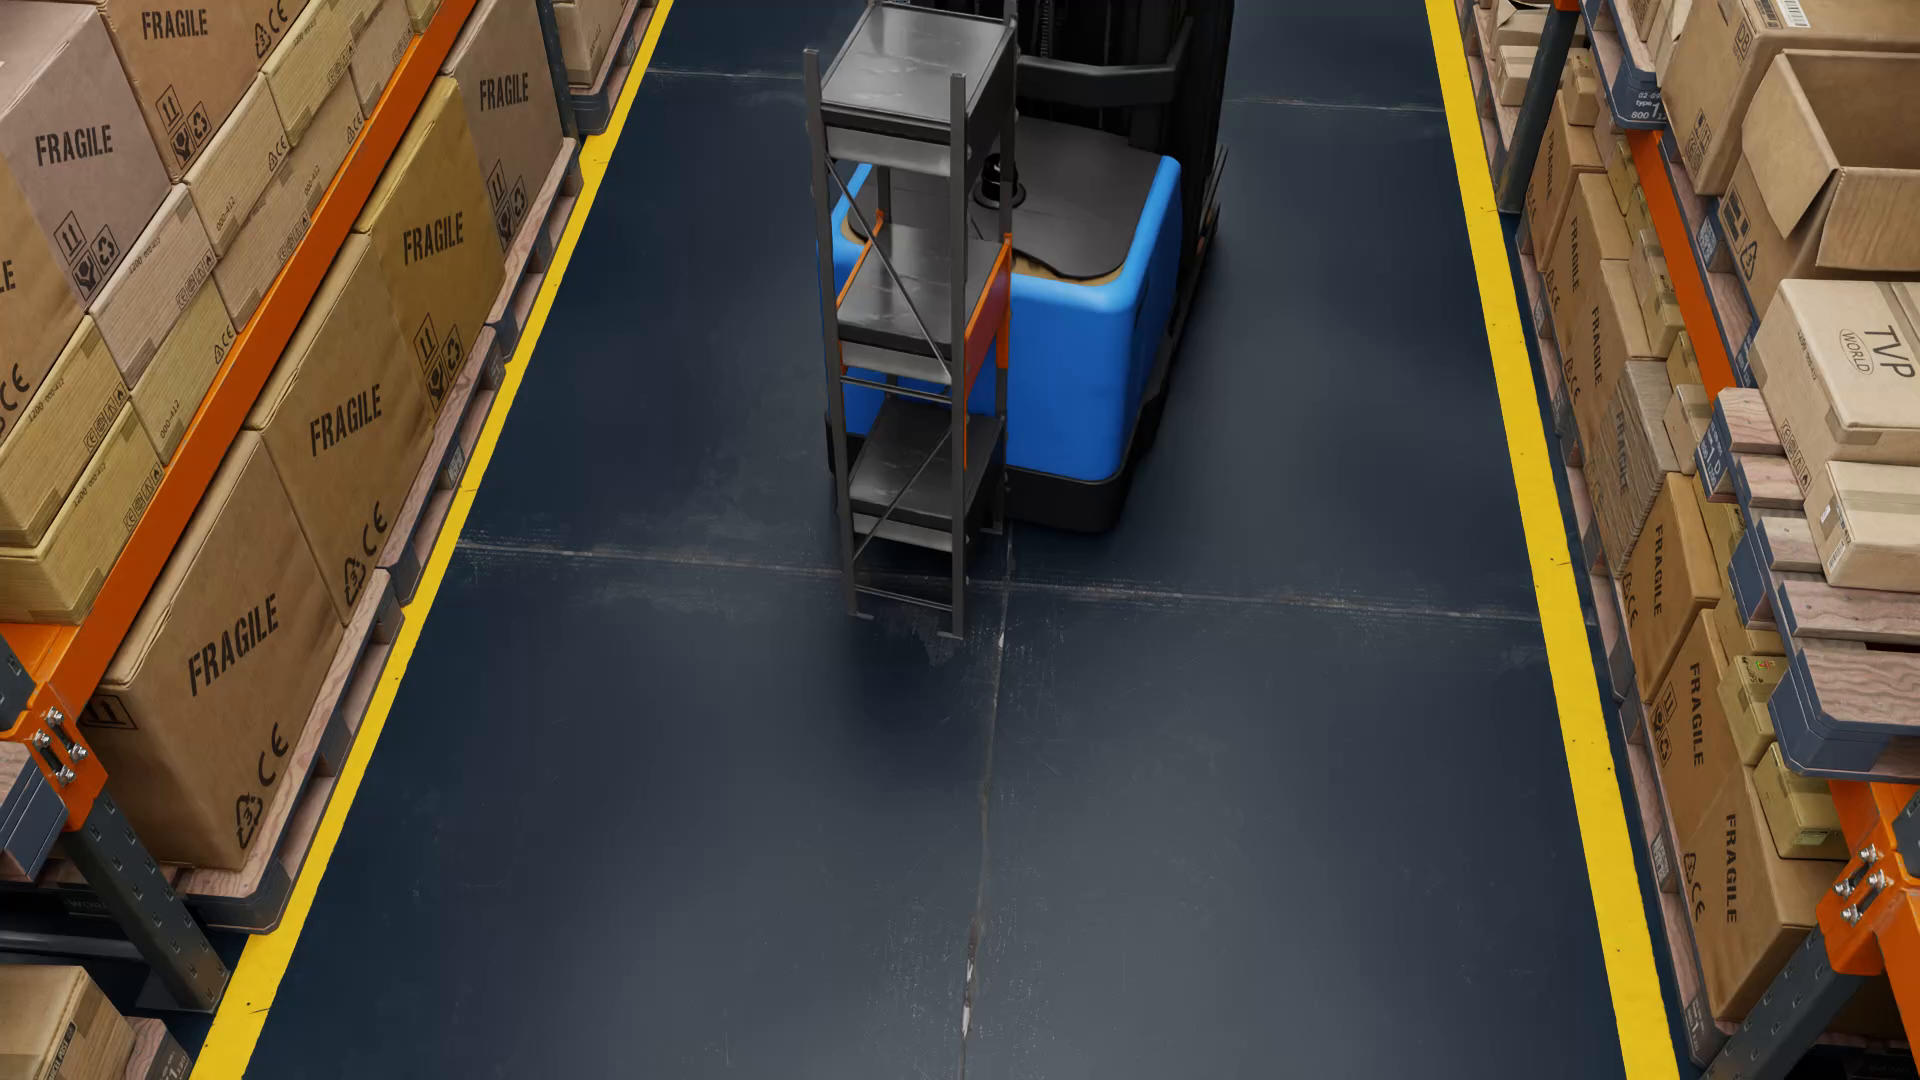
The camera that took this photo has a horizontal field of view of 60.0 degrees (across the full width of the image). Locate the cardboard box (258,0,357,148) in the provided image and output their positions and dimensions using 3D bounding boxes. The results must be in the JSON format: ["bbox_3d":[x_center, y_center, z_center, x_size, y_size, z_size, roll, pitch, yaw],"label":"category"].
[{"bbox_3d":[-2.079,-1.379,4.742,0.500,0.250,0.500,5,48,4],"label":"cardboard box"}]

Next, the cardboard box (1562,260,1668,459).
[{"bbox_3d":[2.415,-0.596,5.672,0.500,0.500,0.500,3,48,2],"label":"cardboard box"}]

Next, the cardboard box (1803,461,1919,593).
[{"bbox_3d":[2.085,-0.023,3.624,0.380,0.149,0.250,5,48,4],"label":"cardboard box"}]

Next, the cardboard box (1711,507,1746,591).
[{"bbox_3d":[2.331,0.061,4.631,0.380,0.149,0.250,5,48,5],"label":"cardboard box"}]

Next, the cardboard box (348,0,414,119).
[{"bbox_3d":[-2.074,-1.587,5.270,0.500,0.250,0.500,3,48,2],"label":"cardboard box"}]

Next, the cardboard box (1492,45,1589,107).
[{"bbox_3d":[2.530,-2.006,7.199,0.380,0.149,0.250,3,48,2],"label":"cardboard box"}]

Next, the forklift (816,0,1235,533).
[{"bbox_3d":[0.435,-2.126,5.708,1.130,2.935,3.031,12,49,11],"label":"forklift"}]

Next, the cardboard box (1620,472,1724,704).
[{"bbox_3d":[2.333,0.167,4.974,0.500,0.500,0.500,6,48,5],"label":"cardboard box"}]

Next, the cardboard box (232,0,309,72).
[{"bbox_3d":[-2.100,-1.621,4.454,0.500,0.500,0.500,5,48,4],"label":"cardboard box"}]

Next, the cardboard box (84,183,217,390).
[{"bbox_3d":[-2.196,-0.642,4.067,0.500,0.250,0.500,5,48,4],"label":"cardboard box"}]

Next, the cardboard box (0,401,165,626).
[{"bbox_3d":[-2.241,-0.081,3.893,0.500,0.250,0.500,3,48,3],"label":"cardboard box"}]

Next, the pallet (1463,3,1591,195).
[{"bbox_3d":[2.836,-1.960,7.400,1.003,0.211,1.213,4,48,4],"label":"pallet"}]

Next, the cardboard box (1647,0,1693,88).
[{"bbox_3d":[2.263,-1.498,4.894,0.396,0.266,0.258,6,48,5],"label":"cardboard box"}]

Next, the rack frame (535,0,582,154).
[{"bbox_3d":[-2.171,-2.728,6.212,1.000,3.000,0.127,4,48,4],"label":"rack frame"}]

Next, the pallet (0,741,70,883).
[{"bbox_3d":[-2.495,0.807,3.109,1.213,0.211,1.003,4,48,4],"label":"pallet"}]

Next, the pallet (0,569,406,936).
[{"bbox_3d":[-2.389,0.578,5.078,1.003,0.211,1.213,4,48,4],"label":"pallet"}]

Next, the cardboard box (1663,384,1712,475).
[{"bbox_3d":[2.349,-0.327,4.986,0.380,0.149,0.250,2,48,2],"label":"cardboard box"}]

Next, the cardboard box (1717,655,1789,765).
[{"bbox_3d":[2.194,0.443,4.282,0.380,0.149,0.250,2,48,2],"label":"cardboard box"}]

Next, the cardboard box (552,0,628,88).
[{"bbox_3d":[-2.007,-2.459,7.418,0.875,0.438,0.875,3,48,3],"label":"cardboard box"}]

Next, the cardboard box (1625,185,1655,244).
[{"bbox_3d":[2.503,-1.068,5.664,0.380,0.149,0.250,3,48,3],"label":"cardboard box"}]

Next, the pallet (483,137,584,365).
[{"bbox_3d":[-2.167,-1.215,6.718,1.003,0.211,1.213,4,48,4],"label":"pallet"}]

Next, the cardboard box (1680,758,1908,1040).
[{"bbox_3d":[2.232,0.919,4.286,0.500,0.500,0.500,5,48,5],"label":"cardboard box"}]

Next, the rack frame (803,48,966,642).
[{"bbox_3d":[-0.181,-0.422,4.713,0.400,2.100,0.015,12,49,11],"label":"rack frame"}]

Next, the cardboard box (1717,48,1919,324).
[{"bbox_3d":[2.372,-0.846,4.137,0.797,0.503,0.637,3,48,3],"label":"cardboard box"}]

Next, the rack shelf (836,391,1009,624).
[{"bbox_3d":[-0.113,-0.114,5.398,0.431,0.518,0.480,12,49,11],"label":"rack shelf"}]

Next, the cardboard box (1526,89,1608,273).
[{"bbox_3d":[2.504,-1.355,6.366,0.500,0.500,0.500,6,48,5],"label":"cardboard box"}]

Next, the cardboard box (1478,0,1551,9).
[{"bbox_3d":[2.775,-2.803,7.690,0.700,0.500,0.500,2,48,2],"label":"cardboard box"}]

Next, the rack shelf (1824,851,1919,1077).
[{"bbox_3d":[2.225,2.255,2.142,1.077,0.370,4.000,4,48,4],"label":"rack shelf"}]

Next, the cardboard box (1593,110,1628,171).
[{"bbox_3d":[2.526,-1.460,6.022,0.380,0.149,0.250,3,48,2],"label":"cardboard box"}]

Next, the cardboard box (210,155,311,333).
[{"bbox_3d":[-2.158,-0.844,4.591,0.500,0.250,0.500,5,48,5],"label":"cardboard box"}]

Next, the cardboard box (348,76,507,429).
[{"bbox_3d":[-2.223,-1.027,5.812,0.875,0.875,0.875,5,48,5],"label":"cardboard box"}]

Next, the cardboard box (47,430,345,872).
[{"bbox_3d":[-2.390,0.285,4.612,0.875,0.875,0.875,3,48,3],"label":"cardboard box"}]

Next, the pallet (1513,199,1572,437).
[{"bbox_3d":[2.736,-0.856,6.390,1.003,0.211,1.213,4,48,4],"label":"pallet"}]

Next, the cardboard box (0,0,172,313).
[{"bbox_3d":[-2.212,-0.871,3.768,0.500,0.500,0.500,4,48,4],"label":"cardboard box"}]

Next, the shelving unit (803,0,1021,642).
[{"bbox_3d":[-0.113,-0.595,4.871,0.431,2.100,0.503,12,49,11],"label":"shelving unit"}]

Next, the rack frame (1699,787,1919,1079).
[{"bbox_3d":[2.404,0.542,3.221,0.949,2.616,0.053,4,48,4],"label":"rack frame"}]

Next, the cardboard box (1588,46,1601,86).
[{"bbox_3d":[2.535,-1.765,6.099,0.380,0.149,0.250,3,48,3],"label":"cardboard box"}]

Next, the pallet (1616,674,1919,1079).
[{"bbox_3d":[2.513,0.937,4.750,1.003,0.211,1.213,4,48,4],"label":"pallet"}]

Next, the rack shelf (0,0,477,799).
[{"bbox_3d":[-2.354,-1.016,5.134,1.077,0.370,4.000,4,48,4],"label":"rack shelf"}]

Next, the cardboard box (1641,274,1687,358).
[{"bbox_3d":[2.418,-0.705,5.331,0.380,0.149,0.250,5,48,5],"label":"cardboard box"}]

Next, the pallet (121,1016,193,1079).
[{"bbox_3d":[-2.609,1.727,4.028,1.003,0.211,1.213,4,48,4],"label":"pallet"}]
